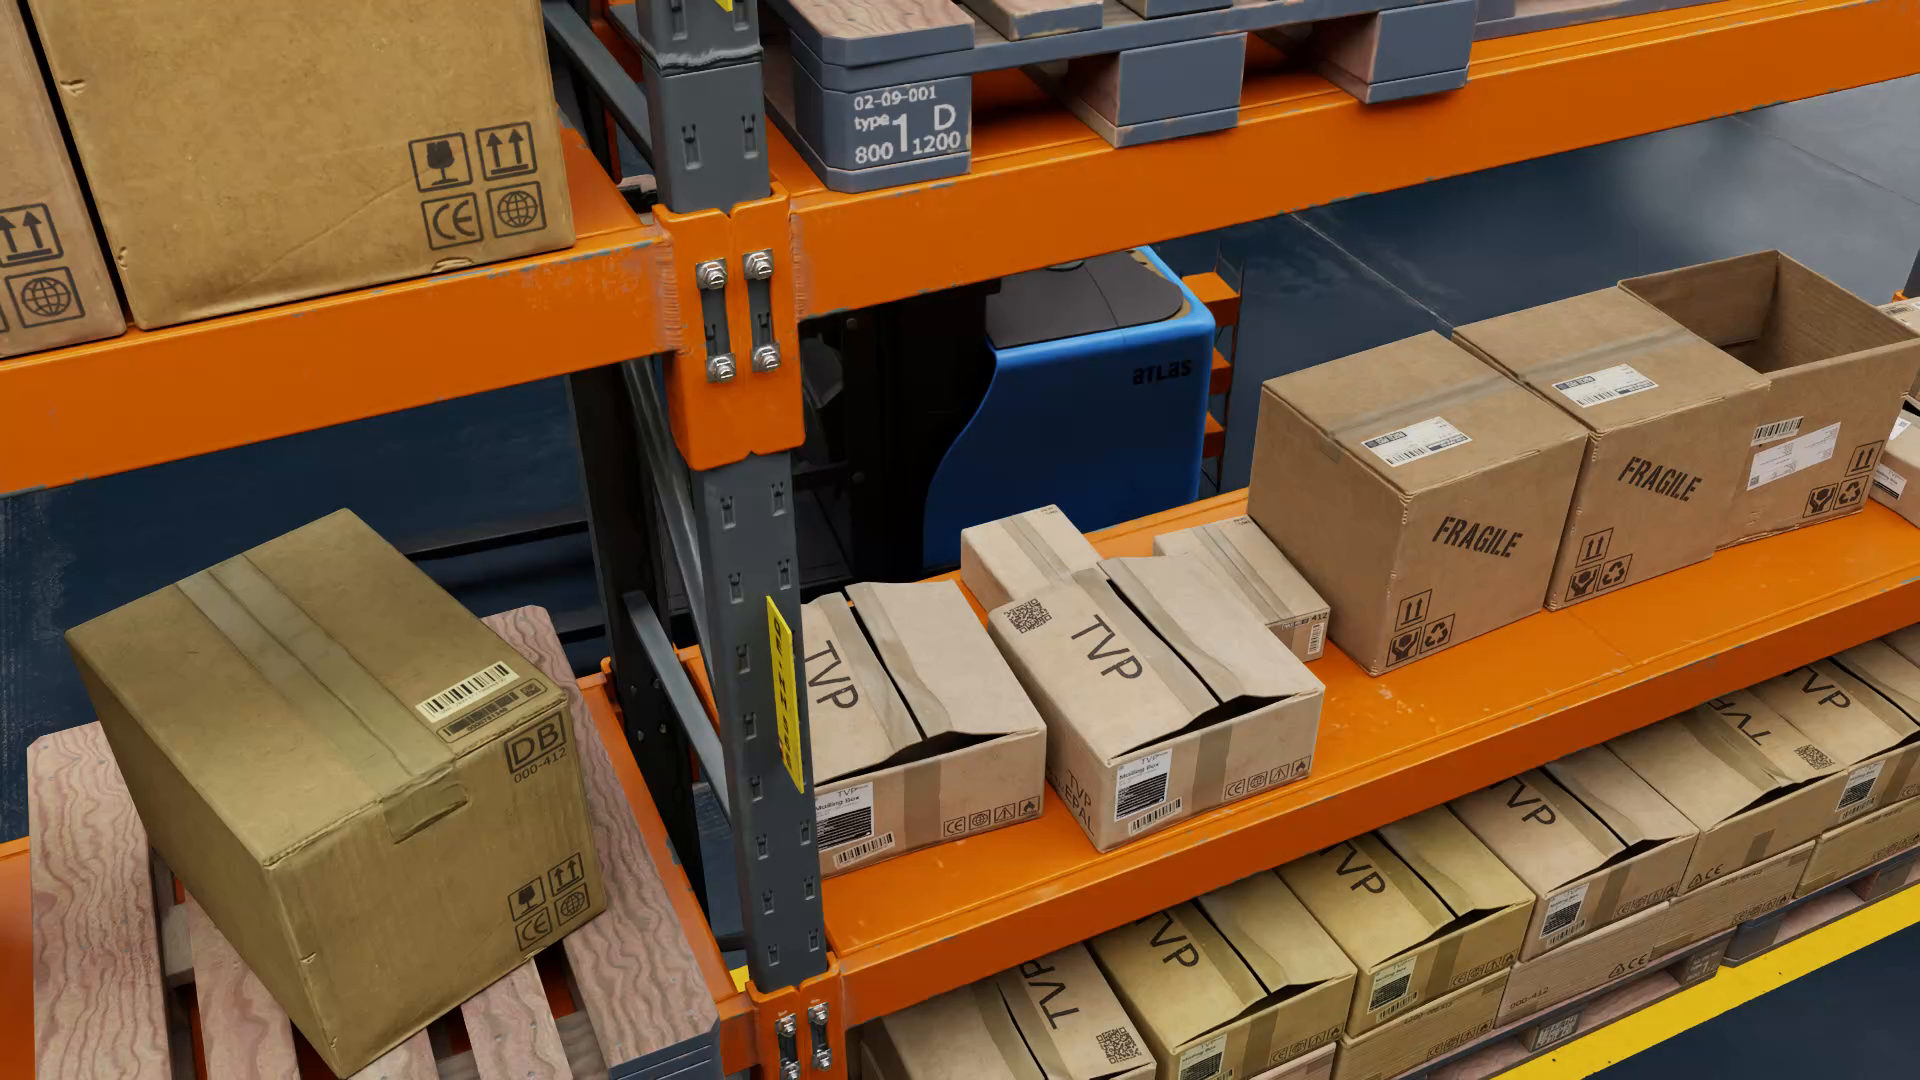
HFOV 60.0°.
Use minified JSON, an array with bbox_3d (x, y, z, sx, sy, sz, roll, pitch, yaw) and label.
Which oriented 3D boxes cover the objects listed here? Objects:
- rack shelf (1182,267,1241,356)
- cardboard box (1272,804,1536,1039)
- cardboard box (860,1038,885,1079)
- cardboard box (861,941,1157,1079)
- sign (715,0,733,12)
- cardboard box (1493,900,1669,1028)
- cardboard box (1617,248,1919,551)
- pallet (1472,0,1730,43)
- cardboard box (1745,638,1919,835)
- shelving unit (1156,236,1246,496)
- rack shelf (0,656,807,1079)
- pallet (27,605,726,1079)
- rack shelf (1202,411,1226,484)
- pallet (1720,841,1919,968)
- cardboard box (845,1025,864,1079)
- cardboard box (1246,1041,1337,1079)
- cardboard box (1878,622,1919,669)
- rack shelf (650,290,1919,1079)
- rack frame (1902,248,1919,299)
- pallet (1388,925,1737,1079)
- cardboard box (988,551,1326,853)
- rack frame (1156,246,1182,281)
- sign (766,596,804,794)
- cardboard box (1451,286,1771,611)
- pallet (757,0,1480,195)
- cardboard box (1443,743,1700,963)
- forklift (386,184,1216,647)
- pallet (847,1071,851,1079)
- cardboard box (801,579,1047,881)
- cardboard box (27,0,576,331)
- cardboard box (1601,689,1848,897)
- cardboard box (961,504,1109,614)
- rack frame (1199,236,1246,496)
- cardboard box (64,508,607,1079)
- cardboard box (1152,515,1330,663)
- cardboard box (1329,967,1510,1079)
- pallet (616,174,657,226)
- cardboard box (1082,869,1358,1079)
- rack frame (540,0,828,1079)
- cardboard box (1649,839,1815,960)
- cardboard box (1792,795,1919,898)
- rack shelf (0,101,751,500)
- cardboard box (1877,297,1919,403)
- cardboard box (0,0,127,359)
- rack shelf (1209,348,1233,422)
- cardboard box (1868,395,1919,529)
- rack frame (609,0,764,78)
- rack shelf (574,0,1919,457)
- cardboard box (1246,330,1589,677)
[{"bbox_3d":[0.848,-0.806,5.997,0.240,0.259,0.215,-12,38,-15],"label":"rack shelf"},{"bbox_3d":[1.030,0.850,4.071,0.500,0.311,0.500,-17,40,-21],"label":"cardboard box"},{"bbox_3d":[0.096,1.341,3.880,0.500,0.250,0.500,-16,39,-20],"label":"cardboard box"},{"bbox_3d":[0.096,1.115,3.713,0.500,0.311,0.500,-14,39,-18],"label":"cardboard box"},{"bbox_3d":[-0.275,-0.740,1.778,0.005,0.325,0.100,-16,39,-20],"label":"sign"},{"bbox_3d":[1.483,0.948,4.409,0.500,0.250,0.500,-15,39,-19],"label":"cardboard box"},{"bbox_3d":[1.939,-0.355,4.126,0.500,0.500,0.500,-13,38,-17],"label":"cardboard box"},{"bbox_3d":[1.084,-1.255,3.064,1.213,0.211,1.003,-14,39,-18],"label":"pallet"},{"bbox_3d":[2.405,0.469,4.584,0.500,0.311,0.500,-15,39,-19],"label":"cardboard box"},{"bbox_3d":[0.848,-0.587,6.160,0.252,1.050,0.215,-12,38,-15],"label":"shelving unit"},{"bbox_3d":[-2.314,1.174,2.753,4.000,0.370,1.077,-16,39,-20],"label":"rack shelf"},{"bbox_3d":[-1.087,0.666,2.996,1.003,0.211,1.213,-16,39,-20],"label":"pallet"},{"bbox_3d":[0.848,-0.355,6.332,0.240,0.259,0.215,-12,38,-15],"label":"rack shelf"},{"bbox_3d":[2.467,0.694,5.137,1.213,0.211,1.003,-16,39,-20],"label":"pallet"},{"bbox_3d":[-0.131,1.050,4.272,0.500,0.250,0.500,-15,39,-19],"label":"cardboard box"},{"bbox_3d":[0.550,1.213,4.052,0.500,0.250,0.500,-17,40,-21],"label":"cardboard box"},{"bbox_3d":[2.873,0.334,4.766,0.500,0.311,0.500,-16,39,-20],"label":"cardboard box"},{"bbox_3d":[1.307,0.162,4.118,4.000,0.370,1.077,-16,39,-20],"label":"rack shelf"},{"bbox_3d":[3.118,-0.633,4.586,0.127,3.000,1.000,-16,39,-20],"label":"rack frame"},{"bbox_3d":[1.361,1.005,4.718,1.213,0.211,1.003,-16,39,-20],"label":"pallet"},{"bbox_3d":[0.389,0.293,3.412,0.500,0.311,0.500,-16,39,-20],"label":"cardboard box"},{"bbox_3d":[0.732,-0.564,6.128,0.008,1.050,0.200,-12,38,-15],"label":"rack frame"},{"bbox_3d":[-0.264,0.236,2.508,0.005,0.325,0.100,-16,39,-20],"label":"sign"},{"bbox_3d":[1.485,-0.228,3.955,0.500,0.500,0.500,-16,39,-20],"label":"cardboard box"},{"bbox_3d":[0.073,-0.970,2.680,1.003,0.211,1.213,-14,39,-18],"label":"pallet"},{"bbox_3d":[1.495,0.720,4.247,0.500,0.311,0.500,-16,39,-21],"label":"cardboard box"},{"bbox_3d":[-0.715,-1.032,5.181,3.031,2.935,1.130,-11,38,-15],"label":"forklift"},{"bbox_3d":[0.258,1.312,4.304,1.213,0.211,1.003,-16,39,-20],"label":"pallet"},{"bbox_3d":[-0.156,0.346,3.340,0.500,0.311,0.500,-13,39,-17],"label":"cardboard box"},{"bbox_3d":[-0.884,-0.737,2.124,0.500,0.500,0.910,-16,39,-20],"label":"cardboard box"},{"bbox_3d":[1.952,0.594,4.416,0.500,0.311,0.500,-16,39,-20],"label":"cardboard box"},{"bbox_3d":[0.193,0.103,3.804,0.250,0.149,0.380,-16,39,-20],"label":"cardboard box"},{"bbox_3d":[0.963,-0.610,6.192,0.008,1.050,0.200,-12,38,-15],"label":"rack frame"},{"bbox_3d":[-1.026,0.390,2.769,0.500,0.500,0.700,-30,46,-34],"label":"cardboard box"},{"bbox_3d":[0.627,0.127,3.772,0.250,0.149,0.380,-13,38,-17],"label":"cardboard box"},{"bbox_3d":[1.018,1.078,4.234,0.500,0.250,0.500,-17,40,-21],"label":"cardboard box"},{"bbox_3d":[-1.887,-1.348,7.891,1.213,0.211,1.003,-16,39,-20],"label":"pallet"},{"bbox_3d":[0.567,0.978,3.899,0.500,0.311,0.500,-17,40,-21],"label":"cardboard box"},{"bbox_3d":[-0.503,0.379,3.221,0.127,3.000,1.000,-16,39,-20],"label":"rack frame"},{"bbox_3d":[1.944,0.820,4.582,0.500,0.250,0.500,-15,39,-19],"label":"cardboard box"},{"bbox_3d":[2.407,0.691,4.757,0.500,0.250,0.500,-16,40,-21],"label":"cardboard box"},{"bbox_3d":[-2.314,-0.031,1.859,4.000,0.370,1.077,-16,39,-20],"label":"rack shelf"},{"bbox_3d":[2.690,-0.425,4.431,0.500,0.250,0.500,-13,39,-17],"label":"cardboard box"},{"bbox_3d":[-1.346,-0.608,1.950,0.500,0.500,0.910,-16,39,-20],"label":"cardboard box"},{"bbox_3d":[0.848,-0.579,6.166,0.240,0.259,0.215,-12,38,-15],"label":"rack shelf"},{"bbox_3d":[2.400,-0.258,4.193,0.258,0.266,0.396,-17,40,-21],"label":"cardboard box"},{"bbox_3d":[-0.503,-2.031,1.434,0.127,3.000,1.000,-16,39,-20],"label":"rack frame"},{"bbox_3d":[1.307,-1.043,3.224,4.000,0.370,1.077,-16,39,-20],"label":"rack shelf"},{"bbox_3d":[1.009,-0.095,3.776,0.500,0.500,0.500,-18,40,-22],"label":"cardboard box"}]
